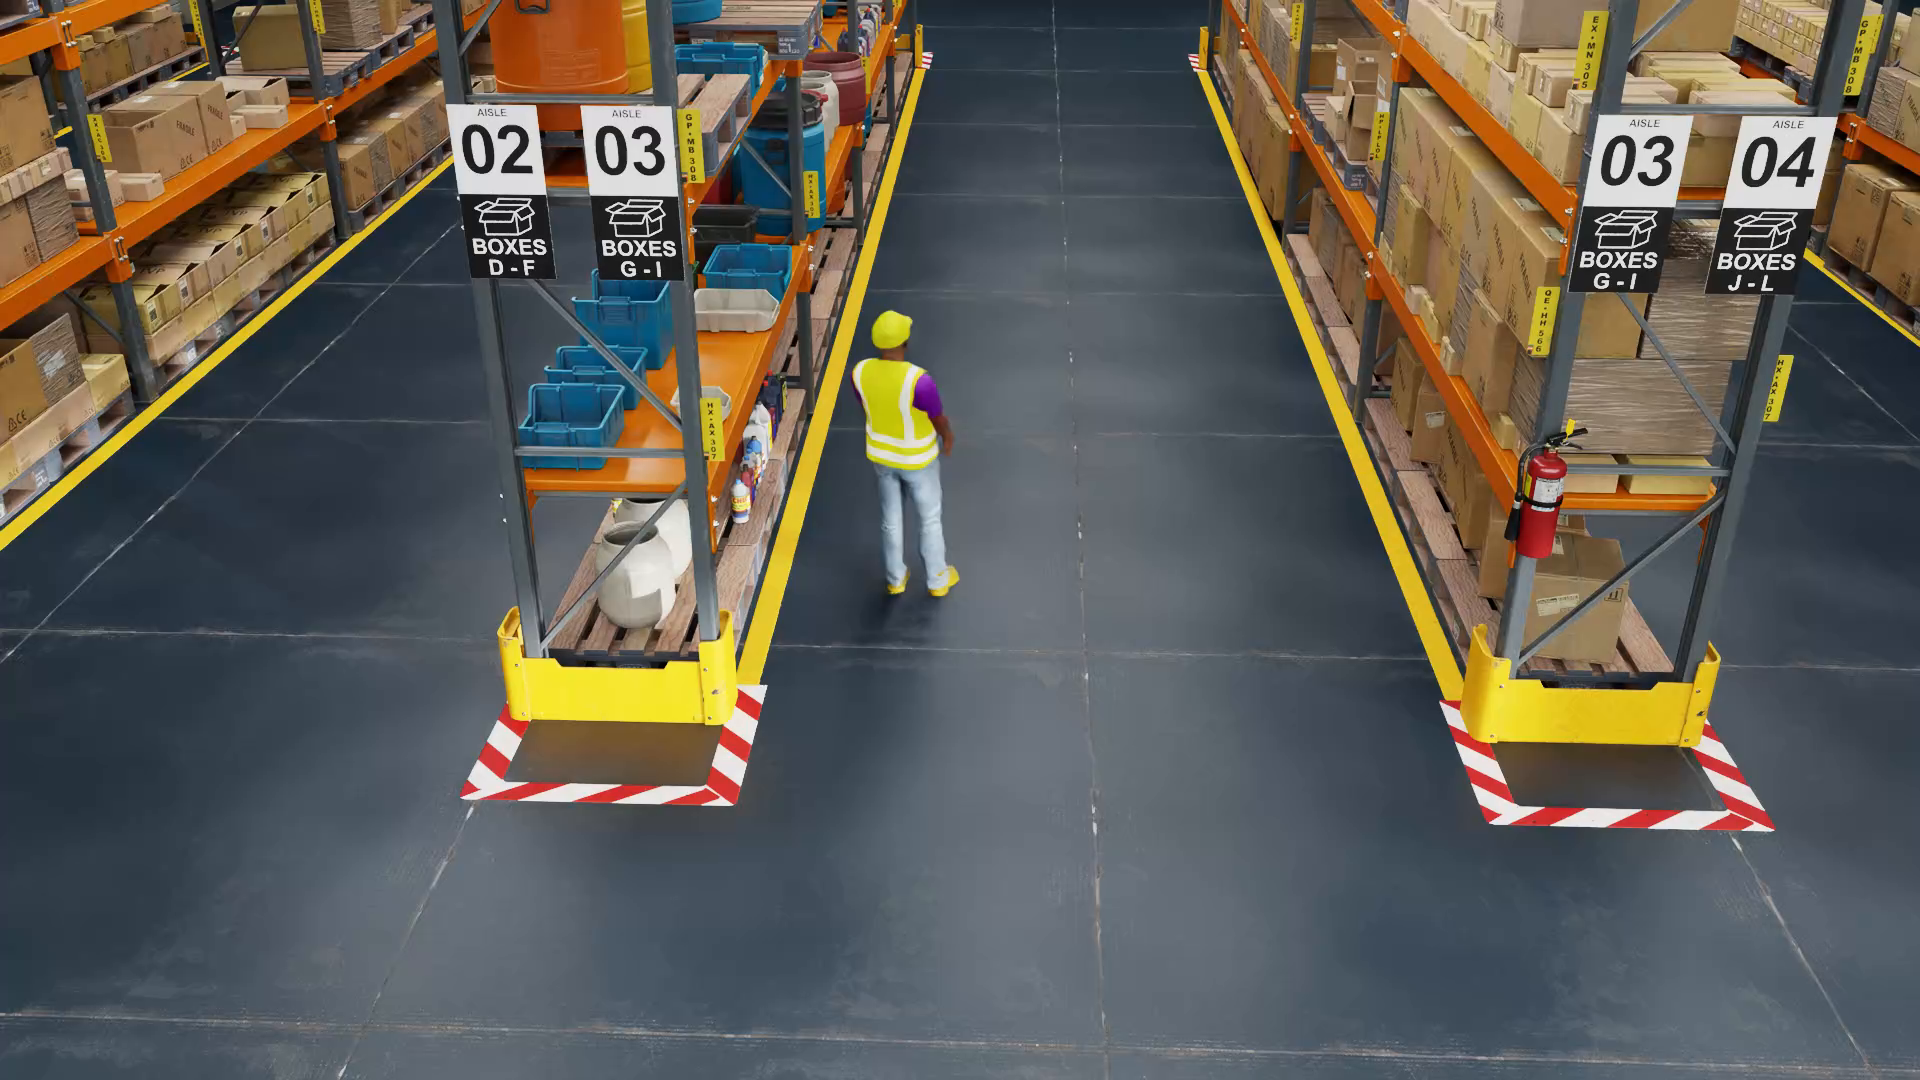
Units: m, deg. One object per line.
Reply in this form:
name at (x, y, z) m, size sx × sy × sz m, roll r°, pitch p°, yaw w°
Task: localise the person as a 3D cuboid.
person at (-0.305, -0.510, 9.558) m, size 0.537 × 1.767 × 0.538 m, roll 14°, pitch 31°, yaw 25°
